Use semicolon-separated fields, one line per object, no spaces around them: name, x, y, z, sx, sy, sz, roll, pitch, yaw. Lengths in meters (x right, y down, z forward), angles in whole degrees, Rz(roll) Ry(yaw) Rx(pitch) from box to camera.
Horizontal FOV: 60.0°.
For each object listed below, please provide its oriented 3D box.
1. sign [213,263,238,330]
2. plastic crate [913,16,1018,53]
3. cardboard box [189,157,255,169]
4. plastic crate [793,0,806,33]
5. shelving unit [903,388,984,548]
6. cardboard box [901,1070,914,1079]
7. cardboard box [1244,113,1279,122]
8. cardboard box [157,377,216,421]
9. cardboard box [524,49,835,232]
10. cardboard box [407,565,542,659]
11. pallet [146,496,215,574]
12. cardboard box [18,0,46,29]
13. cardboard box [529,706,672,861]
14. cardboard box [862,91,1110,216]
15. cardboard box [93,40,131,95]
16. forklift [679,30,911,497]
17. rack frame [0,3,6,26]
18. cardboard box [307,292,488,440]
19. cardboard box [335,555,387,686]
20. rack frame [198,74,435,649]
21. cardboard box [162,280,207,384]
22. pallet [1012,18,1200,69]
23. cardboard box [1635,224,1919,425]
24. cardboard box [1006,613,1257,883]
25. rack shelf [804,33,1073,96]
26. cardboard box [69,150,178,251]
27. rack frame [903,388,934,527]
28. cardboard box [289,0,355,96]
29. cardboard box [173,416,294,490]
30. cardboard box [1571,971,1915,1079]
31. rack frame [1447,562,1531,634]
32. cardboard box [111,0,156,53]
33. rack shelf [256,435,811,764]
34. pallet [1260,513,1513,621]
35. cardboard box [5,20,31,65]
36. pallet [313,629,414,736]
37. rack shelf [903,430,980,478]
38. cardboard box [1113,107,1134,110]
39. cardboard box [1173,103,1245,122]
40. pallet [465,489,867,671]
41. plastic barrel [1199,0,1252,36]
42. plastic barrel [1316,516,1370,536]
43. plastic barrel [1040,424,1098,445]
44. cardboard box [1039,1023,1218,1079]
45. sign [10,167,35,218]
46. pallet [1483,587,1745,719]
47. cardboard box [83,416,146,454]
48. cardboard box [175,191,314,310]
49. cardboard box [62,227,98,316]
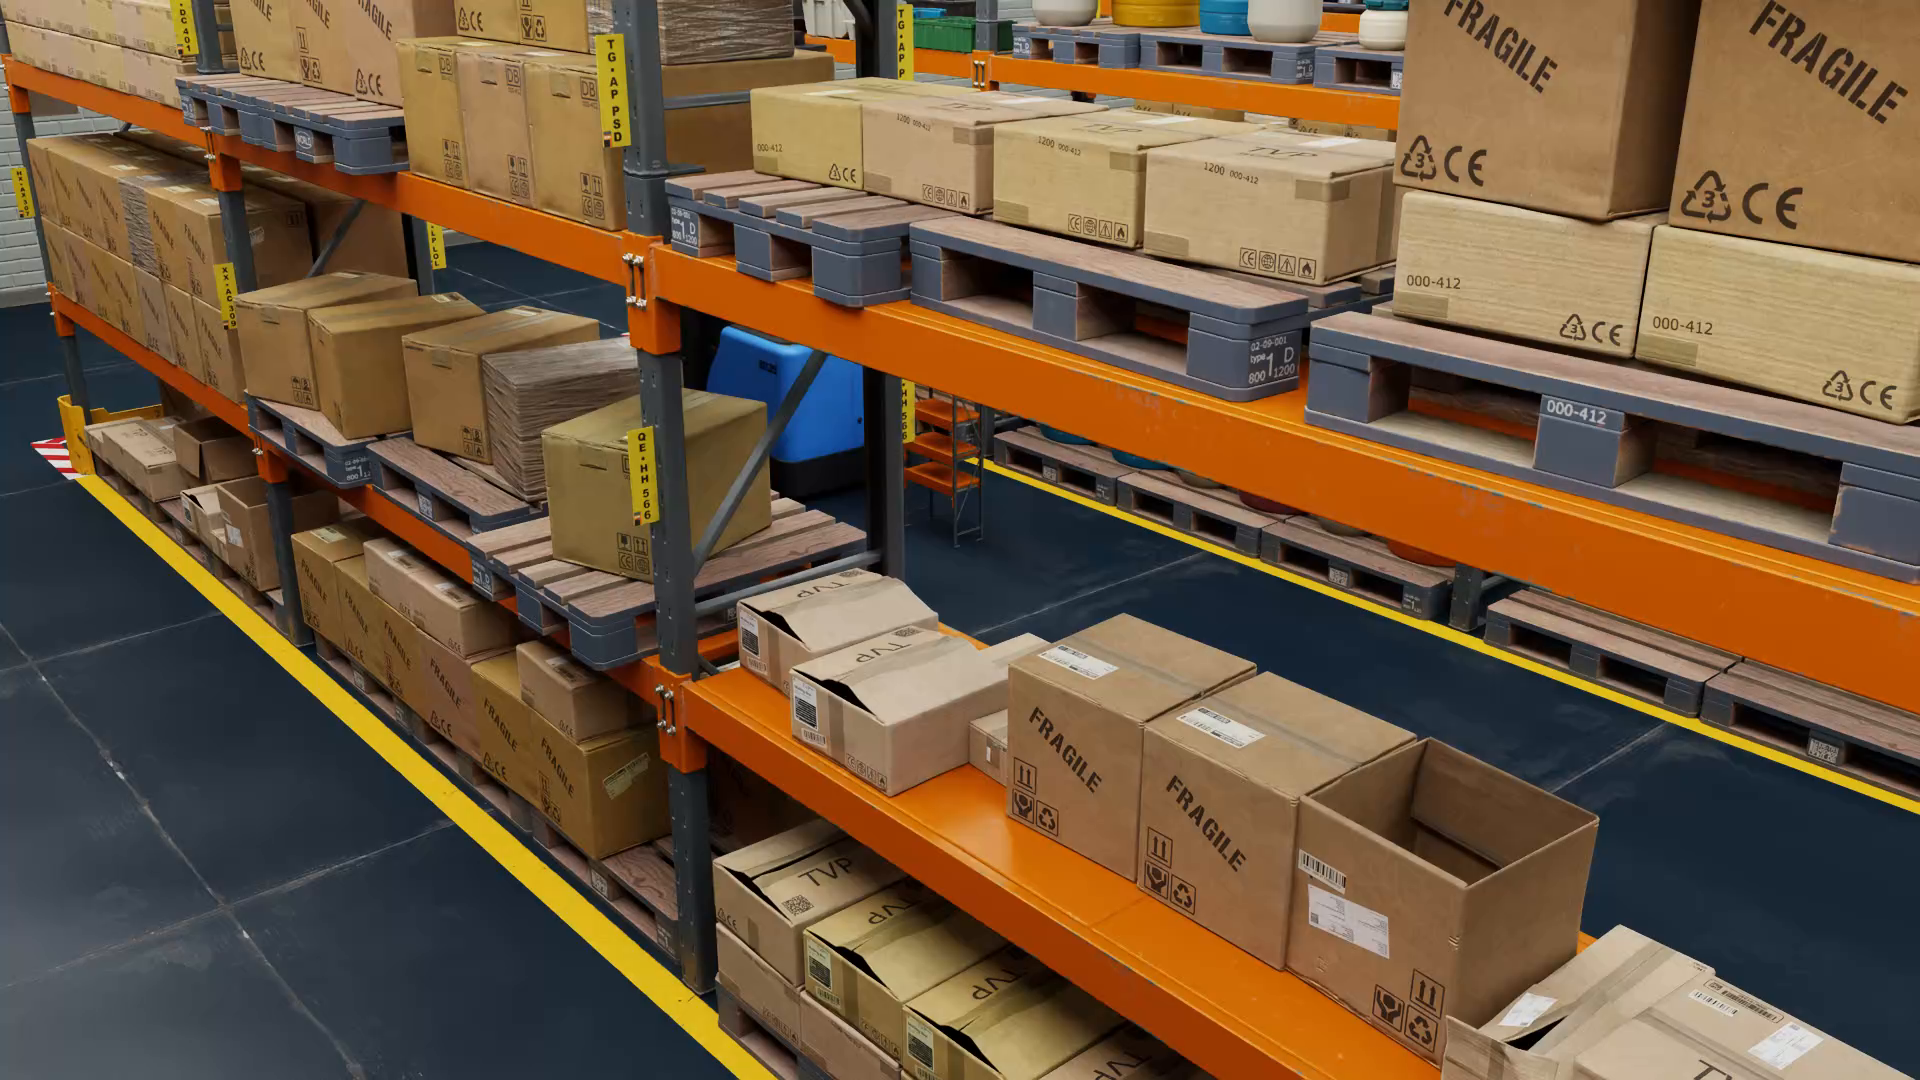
sign;-3.641;-1.214;8.282;0.100;0.325;0.005;-17;27;-37
plastic crate;0.015;-3.463;11.390;0.450;0.188;0.662;-17;27;-37
cardboard box;-4.339;-2.078;10.168;0.500;0.500;0.500;-16;27;-36
plastic crate;-1.302;-4.105;12.824;0.504;0.338;0.767;-17;27;-37
shelving unit;-0.108;-0.604;10.382;0.258;1.200;0.503;-17;27;-37
cardboard box;0.168;1.744;5.114;0.500;0.250;0.500;-18;28;-39
cardboard box;2.842;-4.121;16.691;0.500;0.250;0.500;-19;28;-39
cardboard box;-5.304;-0.996;11.739;0.500;0.500;0.500;-17;27;-37
cardboard box;-0.934;-1.392;5.676;0.910;0.500;0.500;-17;27;-37
cardboard box;-2.123;0.275;7.466;0.500;0.250;0.500;-18;28;-38
pallet;-4.483;-0.170;10.630;1.003;0.211;1.213;-17;27;-37
cardboard box;-5.387;-3.263;10.108;0.500;0.250;0.500;-17;27;-37
cardboard box;-1.412;0.920;6.846;0.500;0.500;0.500;-16;27;-35
cardboard box;0.071;-1.106;4.713;0.500;0.250;0.500;-17;27;-36
cardboard box;-4.405;-2.616;9.144;0.500;0.250;0.500;-17;27;-37
forklift;-1.658;-2.117;11.871;1.130;2.935;3.031;-16;27;-36
rack frame;-5.846;-4.840;10.503;1.000;3.000;0.127;-17;27;-37
cardboard box;-2.598;-0.825;7.764;0.700;0.500;0.500;-13;25;-29
cardboard box;-2.747;0.354;8.292;0.500;0.500;0.500;-17;27;-37
rack frame;-3.235;-0.942;8.775;1.000;3.000;0.127;-17;27;-37
cardboard box;-4.093;-1.207;9.317;0.500;0.500;0.500;-17;27;-36
pallet;1.106;-3.235;10.777;1.213;0.211;1.003;-17;27;-37
cardboard box;1.592;-0.426;2.976;0.500;0.250;0.500;-14;25;-32
cardboard box;0.484;0.577;4.762;0.500;0.500;0.500;-19;29;-40
rack shelf;-0.785;-3.734;12.778;1.077;0.370;4.000;-17;27;-37
cardboard box;-5.086;-2.092;10.203;0.500;0.500;0.500;-17;27;-37
rack frame;-0.267;-0.672;10.554;0.240;1.200;0.015;-17;27;-37
cardboard box;-2.508;-2.291;7.258;0.600;0.600;0.600;-18;28;-38
cardboard box;-4.465;-0.502;10.473;0.797;0.503;0.637;-17;27;-37
cardboard box;1.633;1.213;3.480;0.500;0.250;0.500;-15;26;-34
rack frame;3.131;-1.015;8.962;1.000;3.000;0.127;-17;27;-37
cardboard box;-4.082;-2.710;8.697;0.500;0.250;0.500;-17;27;-37
rack shelf;-1.929;-0.054;7.496;1.077;0.370;4.000;-17;27;-37
pallet;2.585;0.076;10.001;1.003;0.211;1.213;-17;27;-37
cardboard box;-5.703;-3.171;10.560;0.500;0.250;0.500;-17;27;-37
pallet;-2.675;0.572;8.733;1.003;0.211;1.213;-17;27;-37
rack shelf;-0.108;-0.542;10.407;0.258;0.148;0.480;-17;27;-37
cardboard box;1.770;-4.276;17.086;0.500;0.250;0.500;-18;28;-39
cardboard box;2.439;-4.345;16.234;0.500;0.500;0.500;-18;28;-39
pallet;-1.119;0.082;6.424;1.213;0.211;1.003;-17;27;-37
plastic barrel;1.750;-3.510;9.957;0.600;0.901;0.708;-17;27;-37
plastic barrel;2.363;-0.318;10.018;0.421;0.512;0.421;0;21;0
plastic barrel;0.862;-1.184;11.695;0.600;0.901;0.708;-17;27;-37
cardboard box;0.512;1.628;4.640;0.500;0.311;0.500;-18;28;-38
sign;-6.257;-2.321;11.109;0.100;0.325;0.005;-17;27;-37
pallet;3.607;0.507;8.900;1.003;0.211;1.213;-17;27;-37
cardboard box;-5.833;-0.727;11.532;0.380;0.149;0.250;-17;27;-37
cardboard box;-3.761;-1.532;8.774;0.500;0.500;0.500;-17;27;-37
cardboard box;-5.415;-1.767;10.745;0.500;0.500;0.500;-18;28;-38
